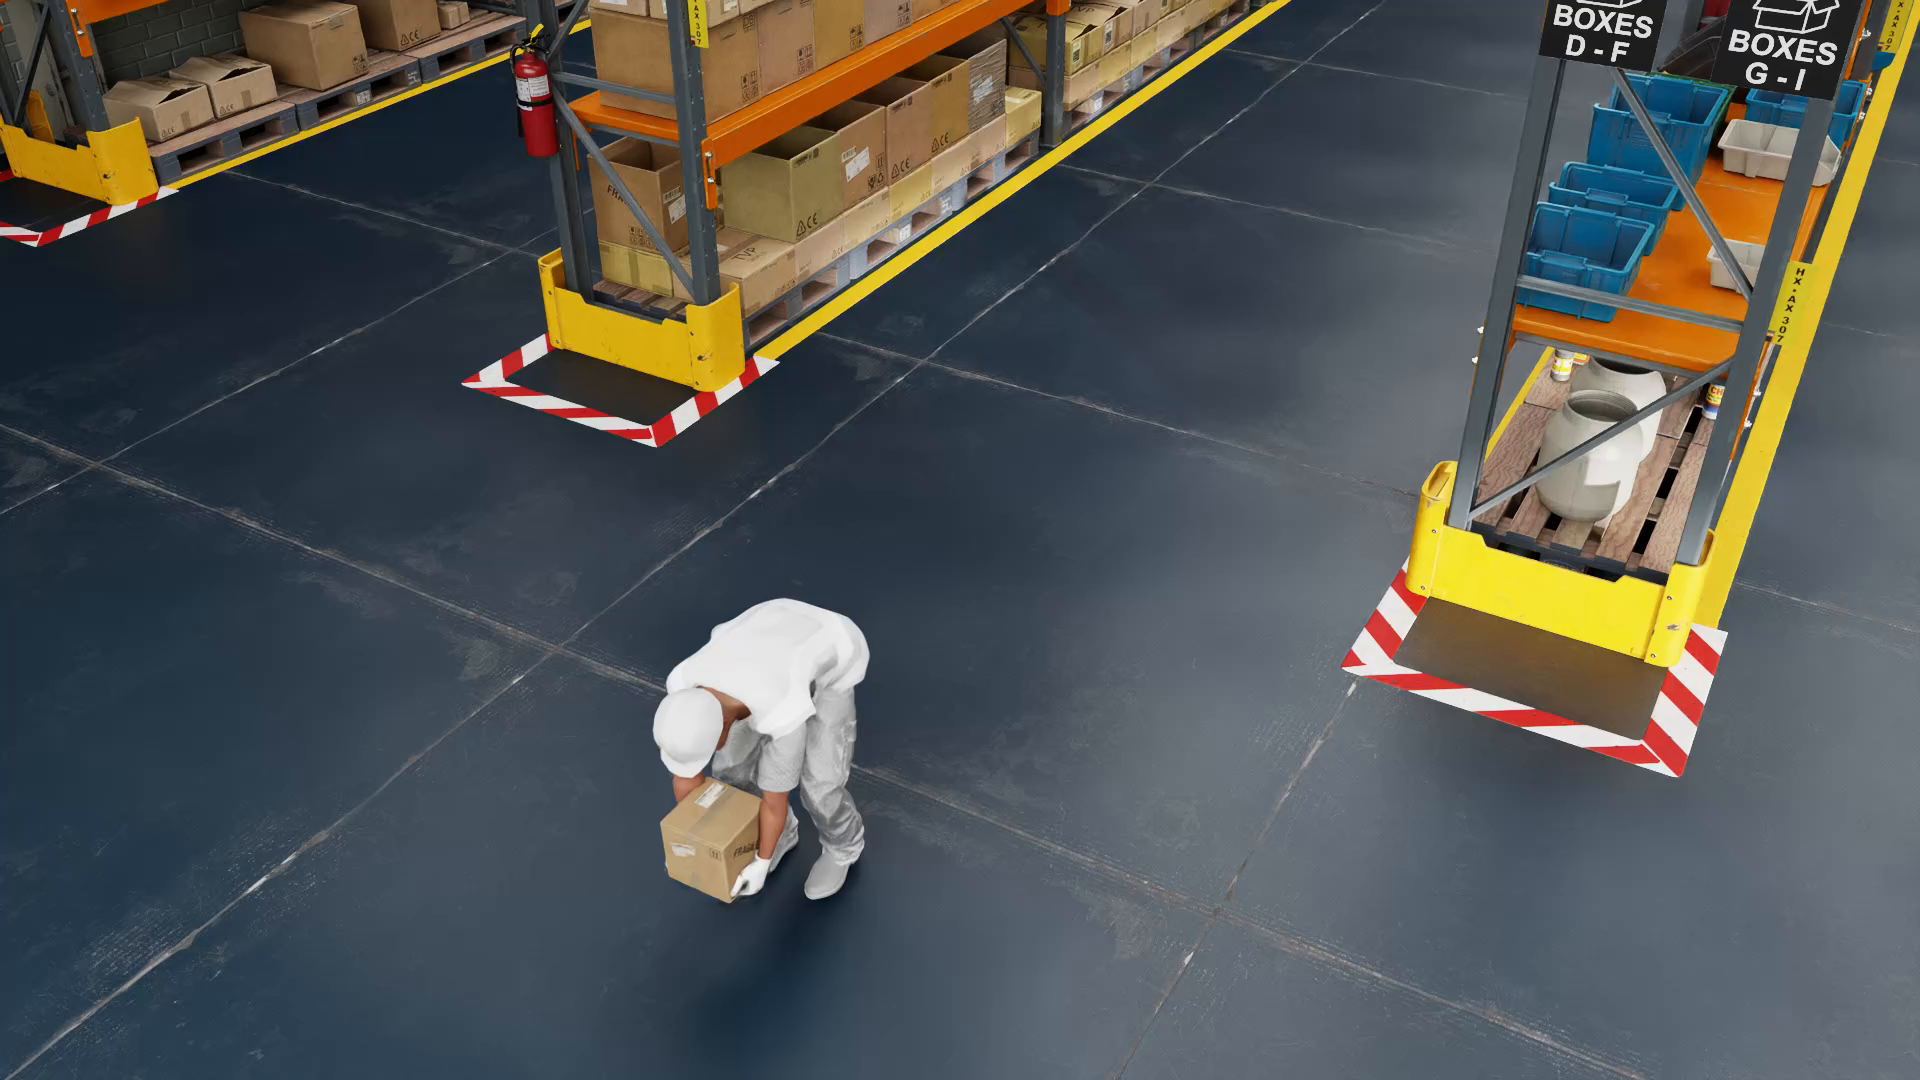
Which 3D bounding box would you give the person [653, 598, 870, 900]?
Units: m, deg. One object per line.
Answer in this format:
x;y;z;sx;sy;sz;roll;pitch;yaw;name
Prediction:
-0.648;0.764;5.534;0.517;1.169;0.967;16;37;22;person
